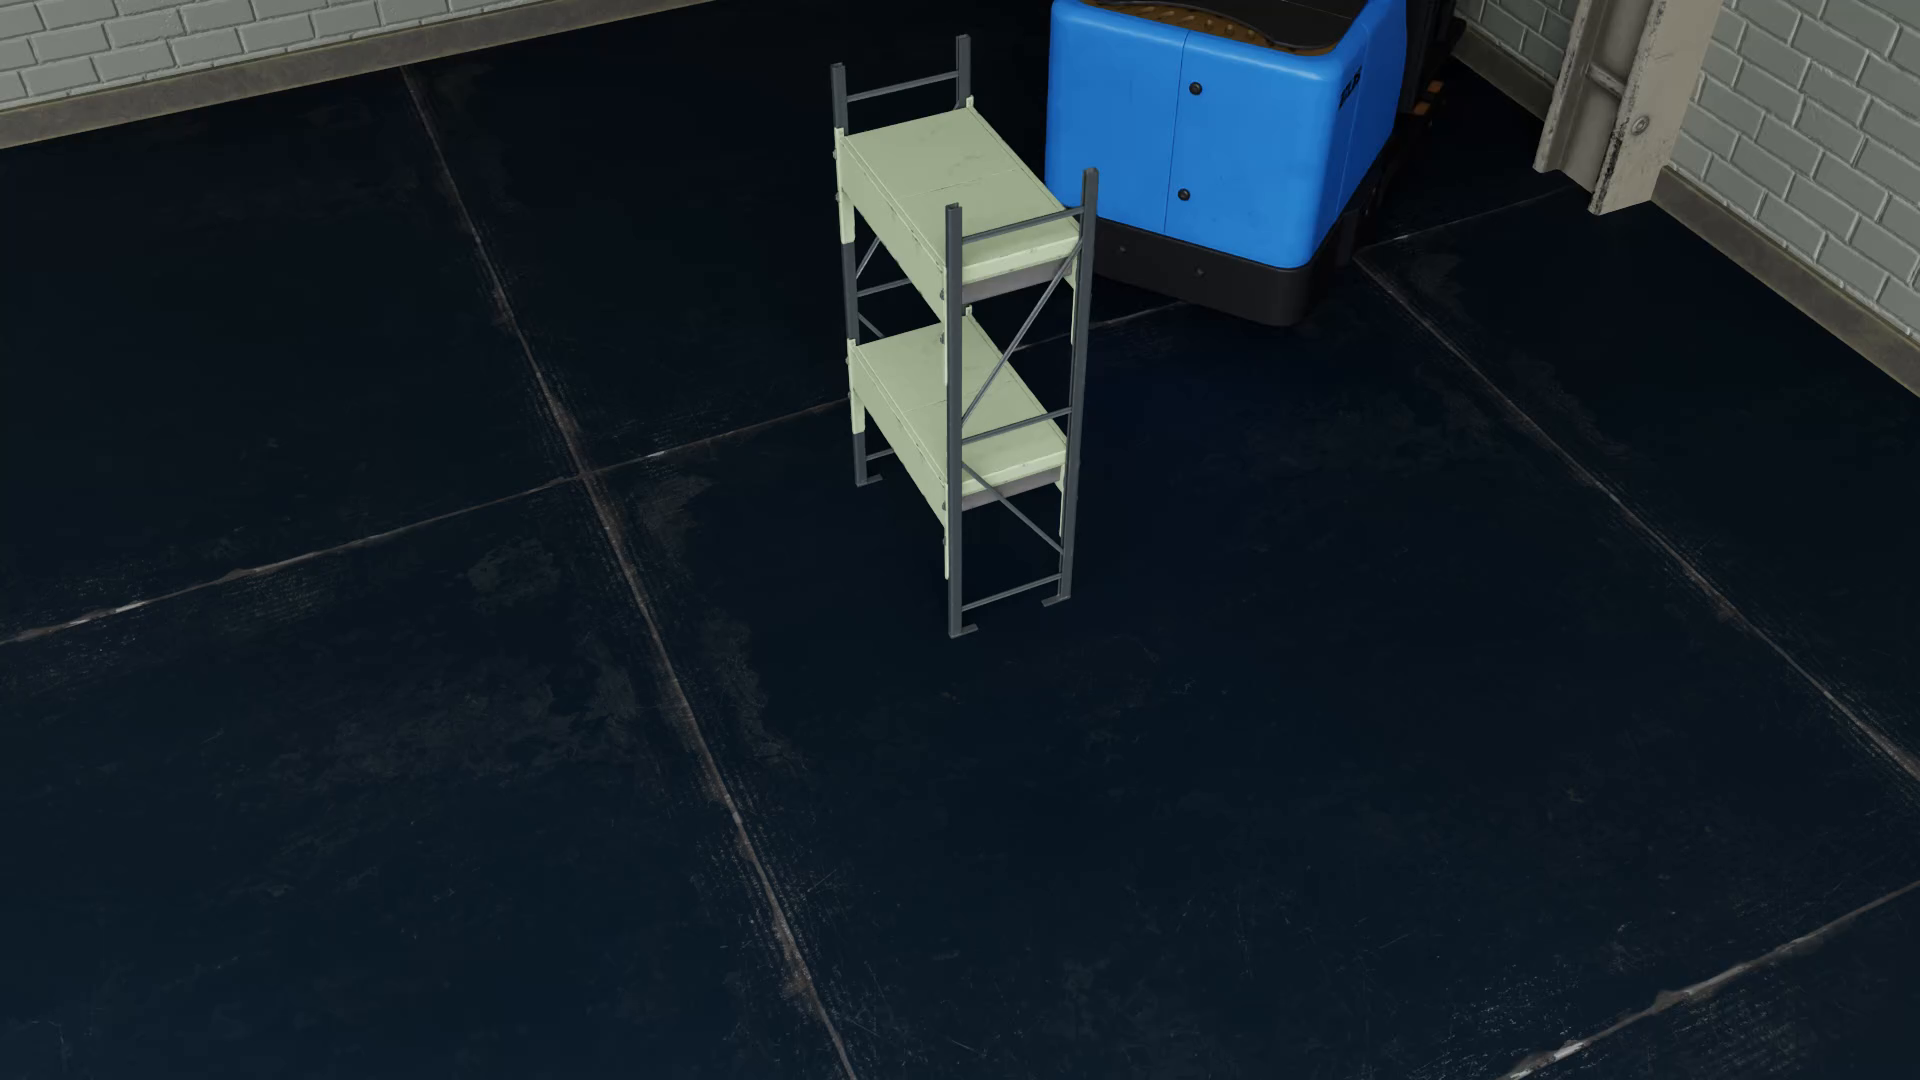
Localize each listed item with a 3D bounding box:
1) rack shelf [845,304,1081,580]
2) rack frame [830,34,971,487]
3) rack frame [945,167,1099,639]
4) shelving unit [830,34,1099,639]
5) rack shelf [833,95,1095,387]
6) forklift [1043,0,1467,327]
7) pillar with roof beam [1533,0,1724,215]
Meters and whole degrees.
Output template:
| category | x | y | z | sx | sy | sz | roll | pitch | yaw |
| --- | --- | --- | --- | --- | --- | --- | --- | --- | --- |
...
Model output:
| category | x | y | z | sx | sy | sz | roll | pitch | yaw |
| --- | --- | --- | --- | --- | --- | --- | --- | --- | --- |
| rack shelf | -0.003 | -0.306 | 4.957 | 0.431 | 0.370 | 0.720 | -18 | 47 | -17 |
| rack frame | -0.157 | -0.771 | 4.964 | 0.400 | 1.500 | 0.023 | -18 | 47 | -17 |
| rack frame | 0.151 | -0.305 | 4.491 | 0.400 | 1.500 | 0.023 | -18 | 47 | -17 |
| shelving unit | -0.003 | -0.538 | 4.728 | 0.431 | 1.500 | 0.755 | -18 | 47 | -17 |
| rack shelf | -0.003 | -0.816 | 4.453 | 0.431 | 0.370 | 0.720 | -18 | 47 | -17 |
| forklift | 1.418 | -2.838 | 6.039 | 1.130 | 2.935 | 3.031 | 20 | 48 | 19 |
| pillar with roof beam | -1.347 | -3.379 | 2.267 | 9.100 | 9.000 | 0.400 | -18 | 47 | -17 |
